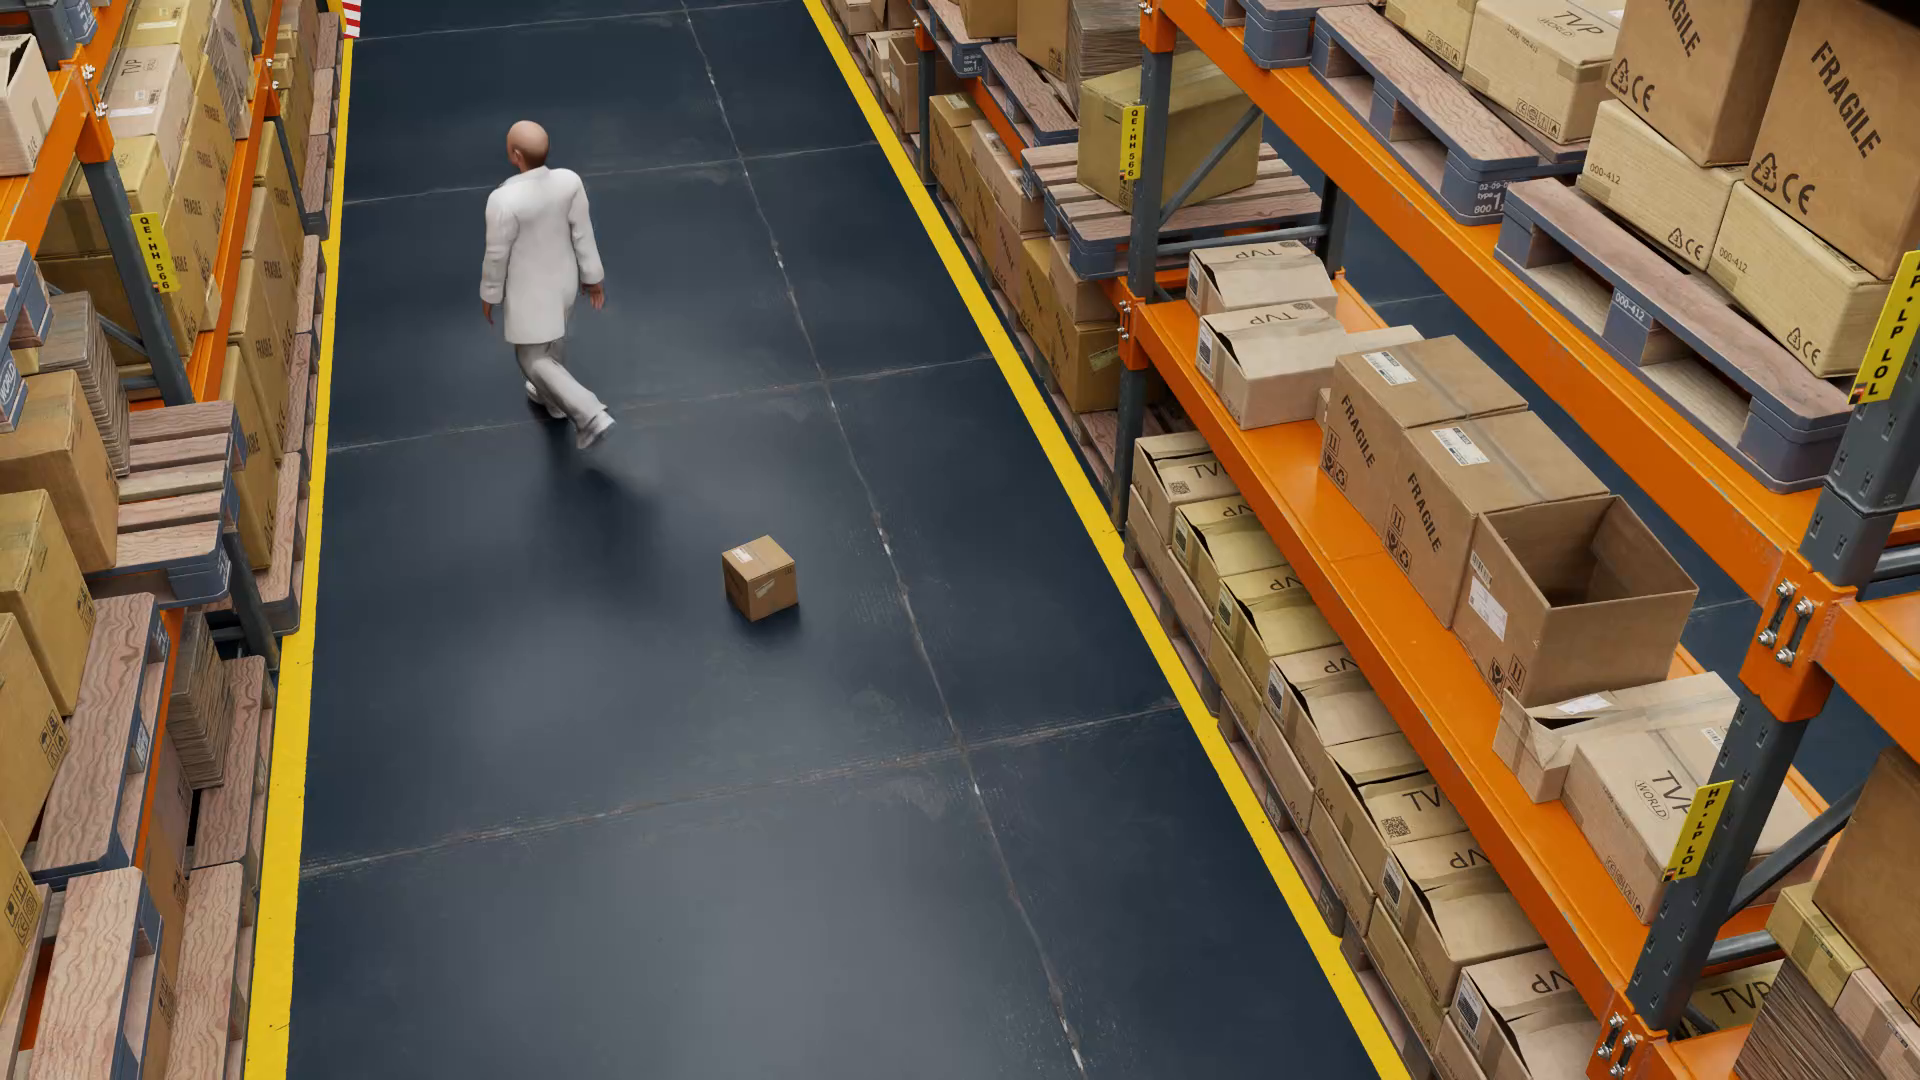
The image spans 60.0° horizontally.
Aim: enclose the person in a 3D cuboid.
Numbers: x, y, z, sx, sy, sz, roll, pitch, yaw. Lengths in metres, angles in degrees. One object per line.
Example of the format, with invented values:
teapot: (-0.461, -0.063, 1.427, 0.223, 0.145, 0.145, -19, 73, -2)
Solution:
person: (-2.083, -1.270, 8.357, 0.977, 1.737, 0.614, 27, 45, 31)
